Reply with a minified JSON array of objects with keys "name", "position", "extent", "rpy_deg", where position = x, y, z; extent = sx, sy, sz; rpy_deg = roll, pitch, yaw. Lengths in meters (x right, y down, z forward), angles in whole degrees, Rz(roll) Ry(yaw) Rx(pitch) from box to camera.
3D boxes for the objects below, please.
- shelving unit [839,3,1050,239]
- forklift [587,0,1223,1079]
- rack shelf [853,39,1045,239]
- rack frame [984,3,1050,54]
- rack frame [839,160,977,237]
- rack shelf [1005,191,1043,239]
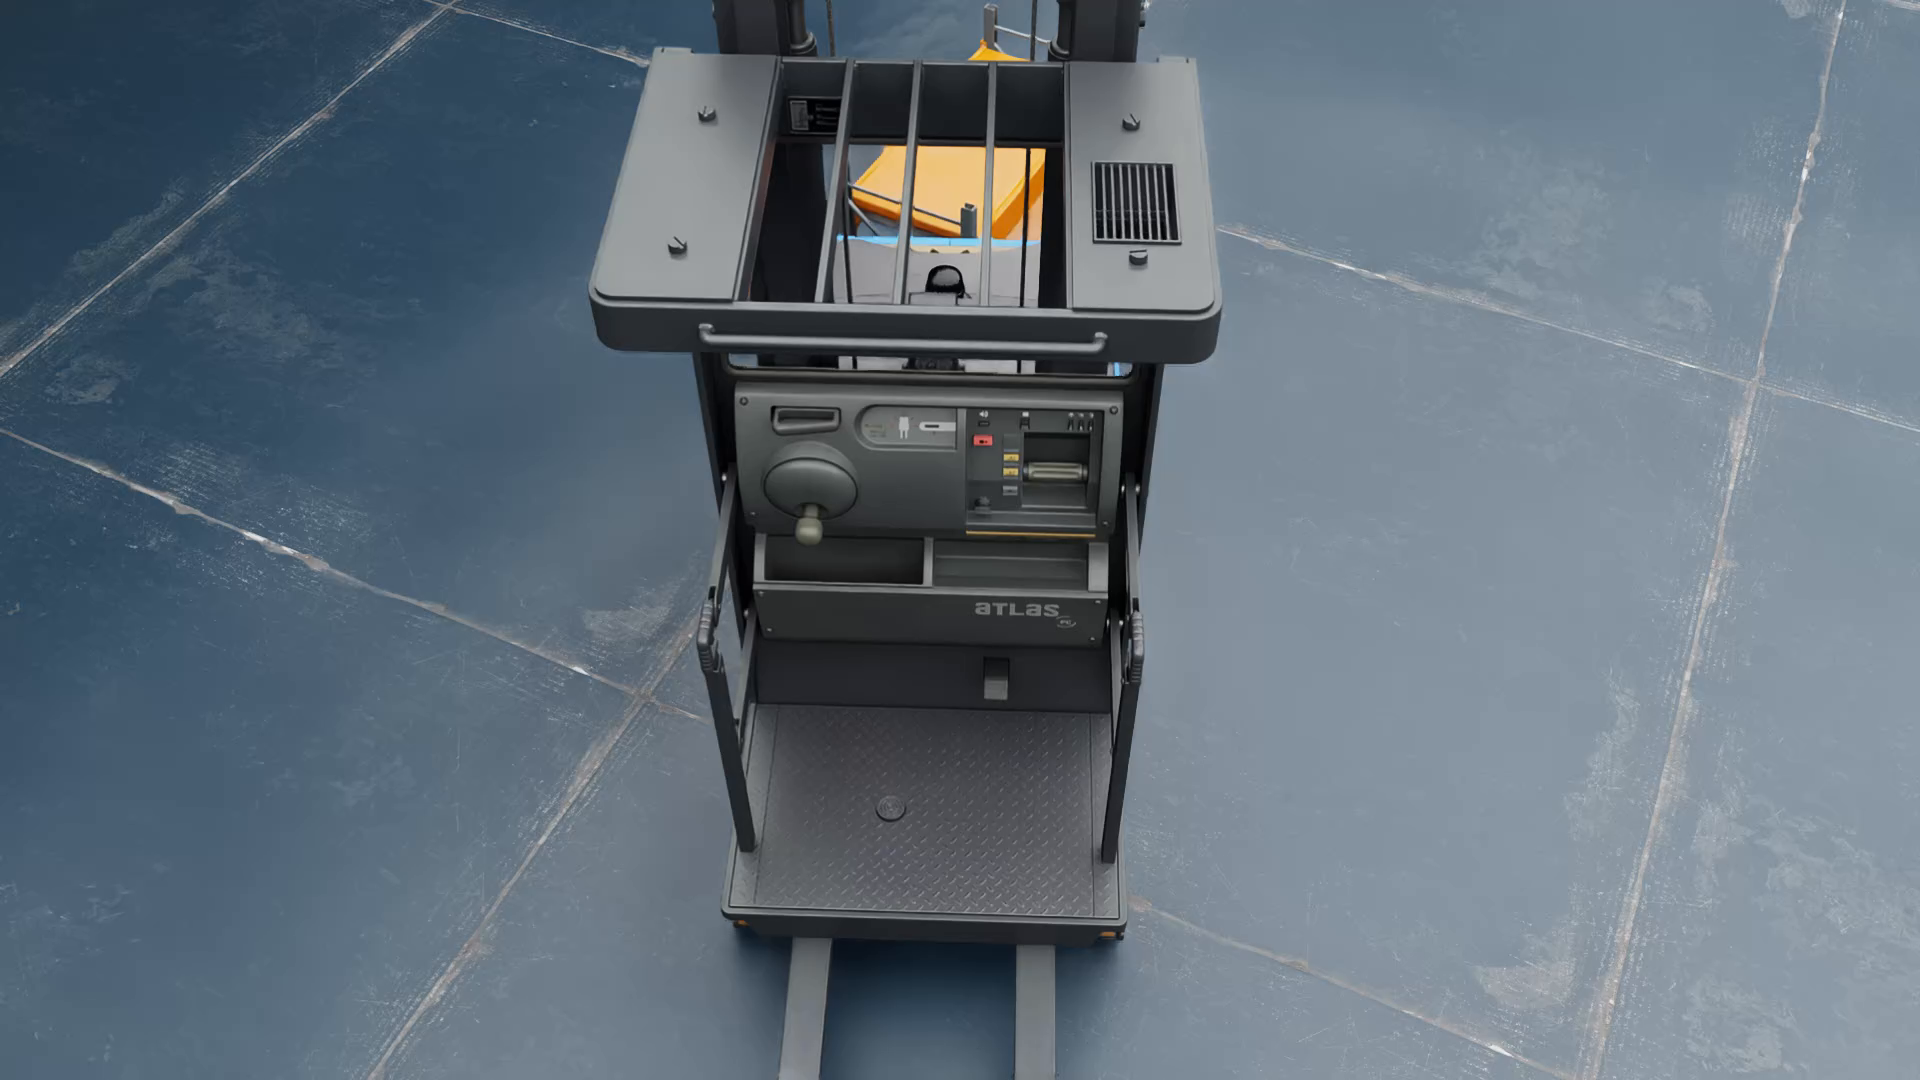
[{"name":"shelving unit","position":[0.069,-1.097,5.945],"extent":[0.538,1.125,1.048],"rpy_deg":[22,53,18]},{"name":"forklift","position":[-0.081,-0.072,3.886],"extent":[1.130,2.935,3.031],"rpy_deg":[2,50,1]},{"name":"rack shelf","position":[0.069,-1.287,5.722],"extent":[0.538,0.278,1.000],"rpy_deg":[22,53,18]},{"name":"rack frame","position":[0.311,-1.437,6.235],"extent":[0.500,1.125,0.032],"rpy_deg":[22,53,18]},{"name":"rack frame","position":[-0.173,-0.756,5.655],"extent":[0.500,1.125,0.032],"rpy_deg":[22,53,18]},{"name":"rack shelf","position":[0.069,-0.938,6.131],"extent":[0.538,0.278,1.000],"rpy_deg":[22,53,18]}]
